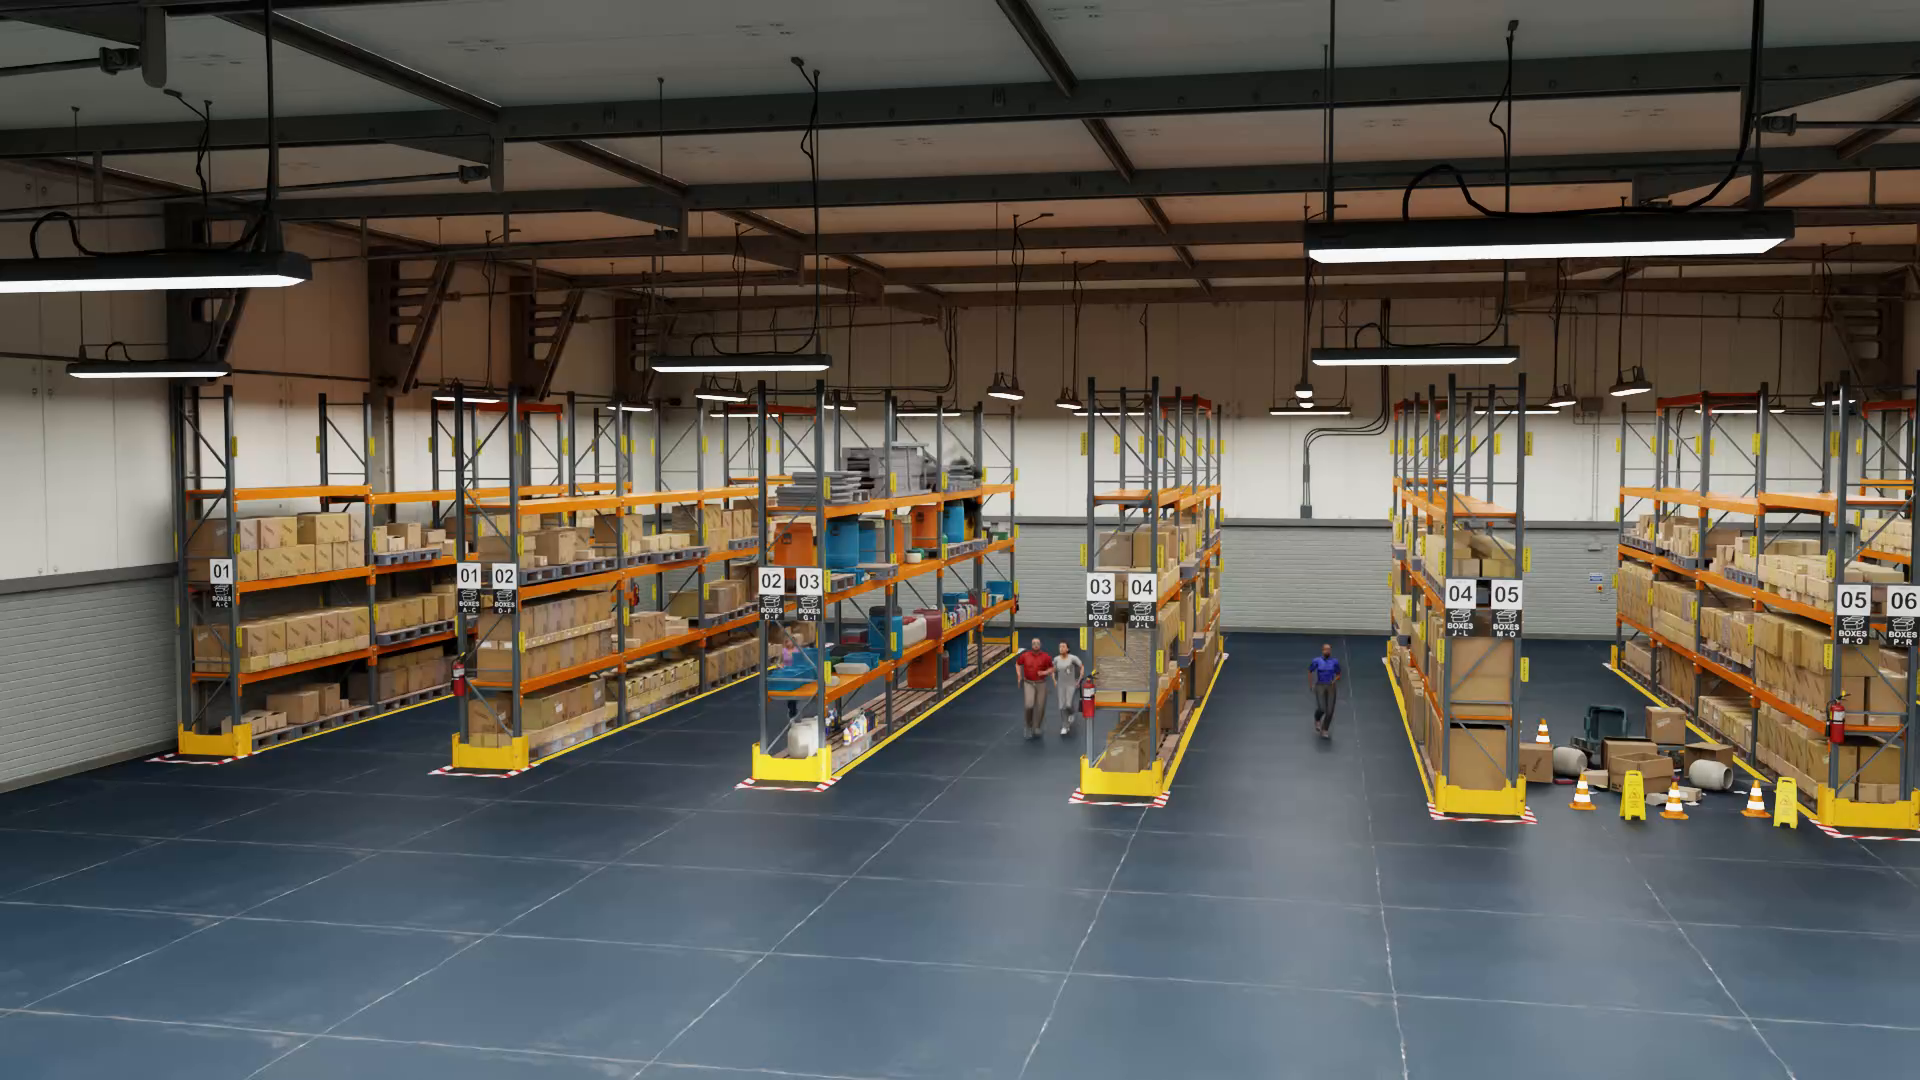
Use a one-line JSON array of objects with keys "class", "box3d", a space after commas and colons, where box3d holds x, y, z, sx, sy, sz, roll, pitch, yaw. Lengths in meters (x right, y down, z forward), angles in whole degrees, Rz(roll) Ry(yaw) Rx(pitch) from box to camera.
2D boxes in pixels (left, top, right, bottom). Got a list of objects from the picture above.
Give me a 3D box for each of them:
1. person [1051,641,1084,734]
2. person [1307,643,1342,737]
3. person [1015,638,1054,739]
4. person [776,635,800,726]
[{"class": "person", "box3d": [1.863, 2.574, 29.080, 0.584, 1.637, 0.626, 1, 3, 19]}, {"class": "person", "box3d": [6.310, 2.593, 28.697, 0.573, 1.617, 0.547, 0, 3, 2]}, {"class": "person", "box3d": [1.290, 2.555, 28.582, 0.636, 1.742, 0.713, 0, 3, -3]}, {"class": "person", "box3d": [-3.063, 2.515, 30.158, 0.516, 1.605, 0.855, 0, 3, 3]}]
